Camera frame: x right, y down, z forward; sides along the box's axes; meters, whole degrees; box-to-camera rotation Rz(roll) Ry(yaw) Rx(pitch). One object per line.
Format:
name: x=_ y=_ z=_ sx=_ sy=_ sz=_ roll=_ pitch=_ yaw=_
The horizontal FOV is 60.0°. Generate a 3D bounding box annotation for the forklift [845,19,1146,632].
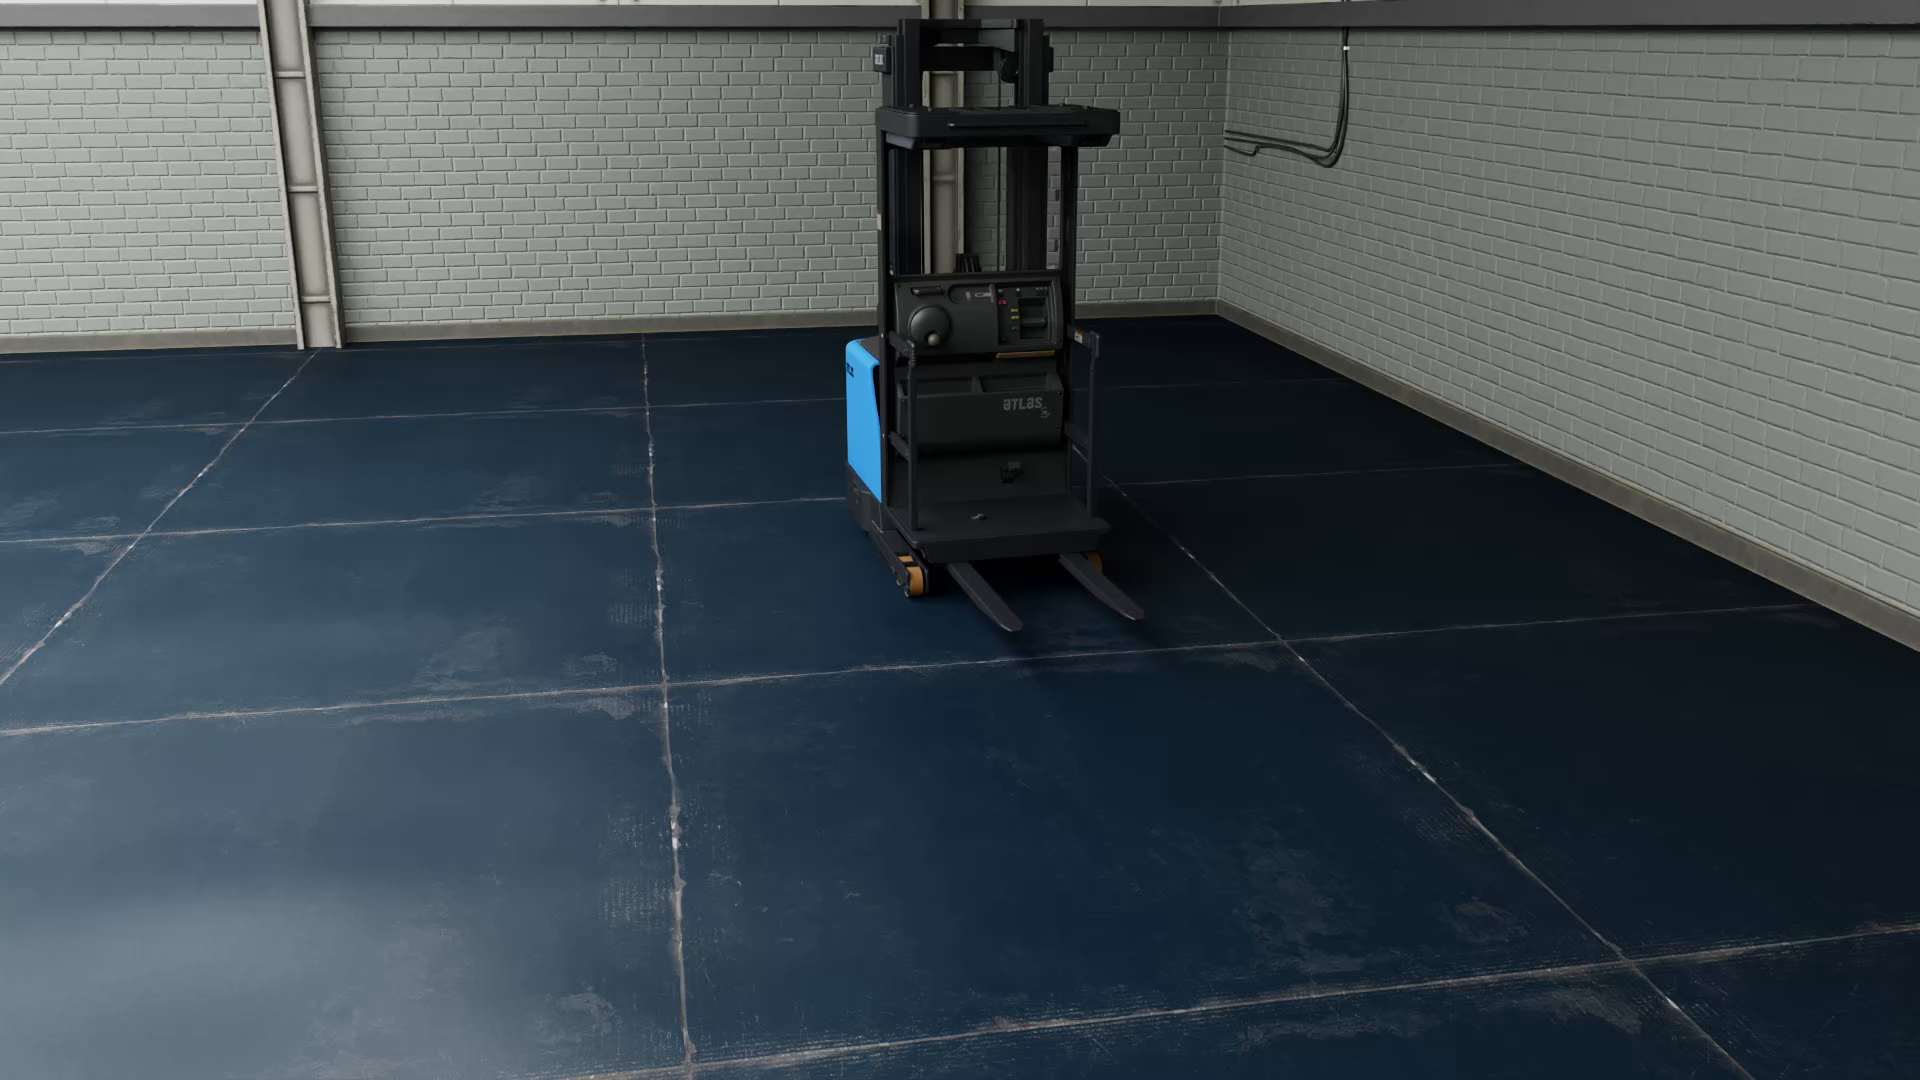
forklift: x=0.163 y=-1.222 z=8.799 sx=1.130 sy=2.935 sz=3.031 roll=-4 pitch=18 yaw=-14

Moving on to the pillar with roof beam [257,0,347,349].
pillar with roof beam: x=-5.256 y=-4.914 z=10.486 sx=0.400 sy=9.000 sz=9.100 roll=-3 pitch=17 yaw=-10

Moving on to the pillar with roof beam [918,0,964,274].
pillar with roof beam: x=0.635 y=-5.249 z=11.574 sx=0.400 sy=9.000 sz=9.100 roll=-3 pitch=17 yaw=-10

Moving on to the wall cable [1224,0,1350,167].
wall cable: x=2.962 y=-4.788 z=15.363 sx=0.112 sy=2.526 sz=3.097 roll=-3 pitch=17 yaw=-10
